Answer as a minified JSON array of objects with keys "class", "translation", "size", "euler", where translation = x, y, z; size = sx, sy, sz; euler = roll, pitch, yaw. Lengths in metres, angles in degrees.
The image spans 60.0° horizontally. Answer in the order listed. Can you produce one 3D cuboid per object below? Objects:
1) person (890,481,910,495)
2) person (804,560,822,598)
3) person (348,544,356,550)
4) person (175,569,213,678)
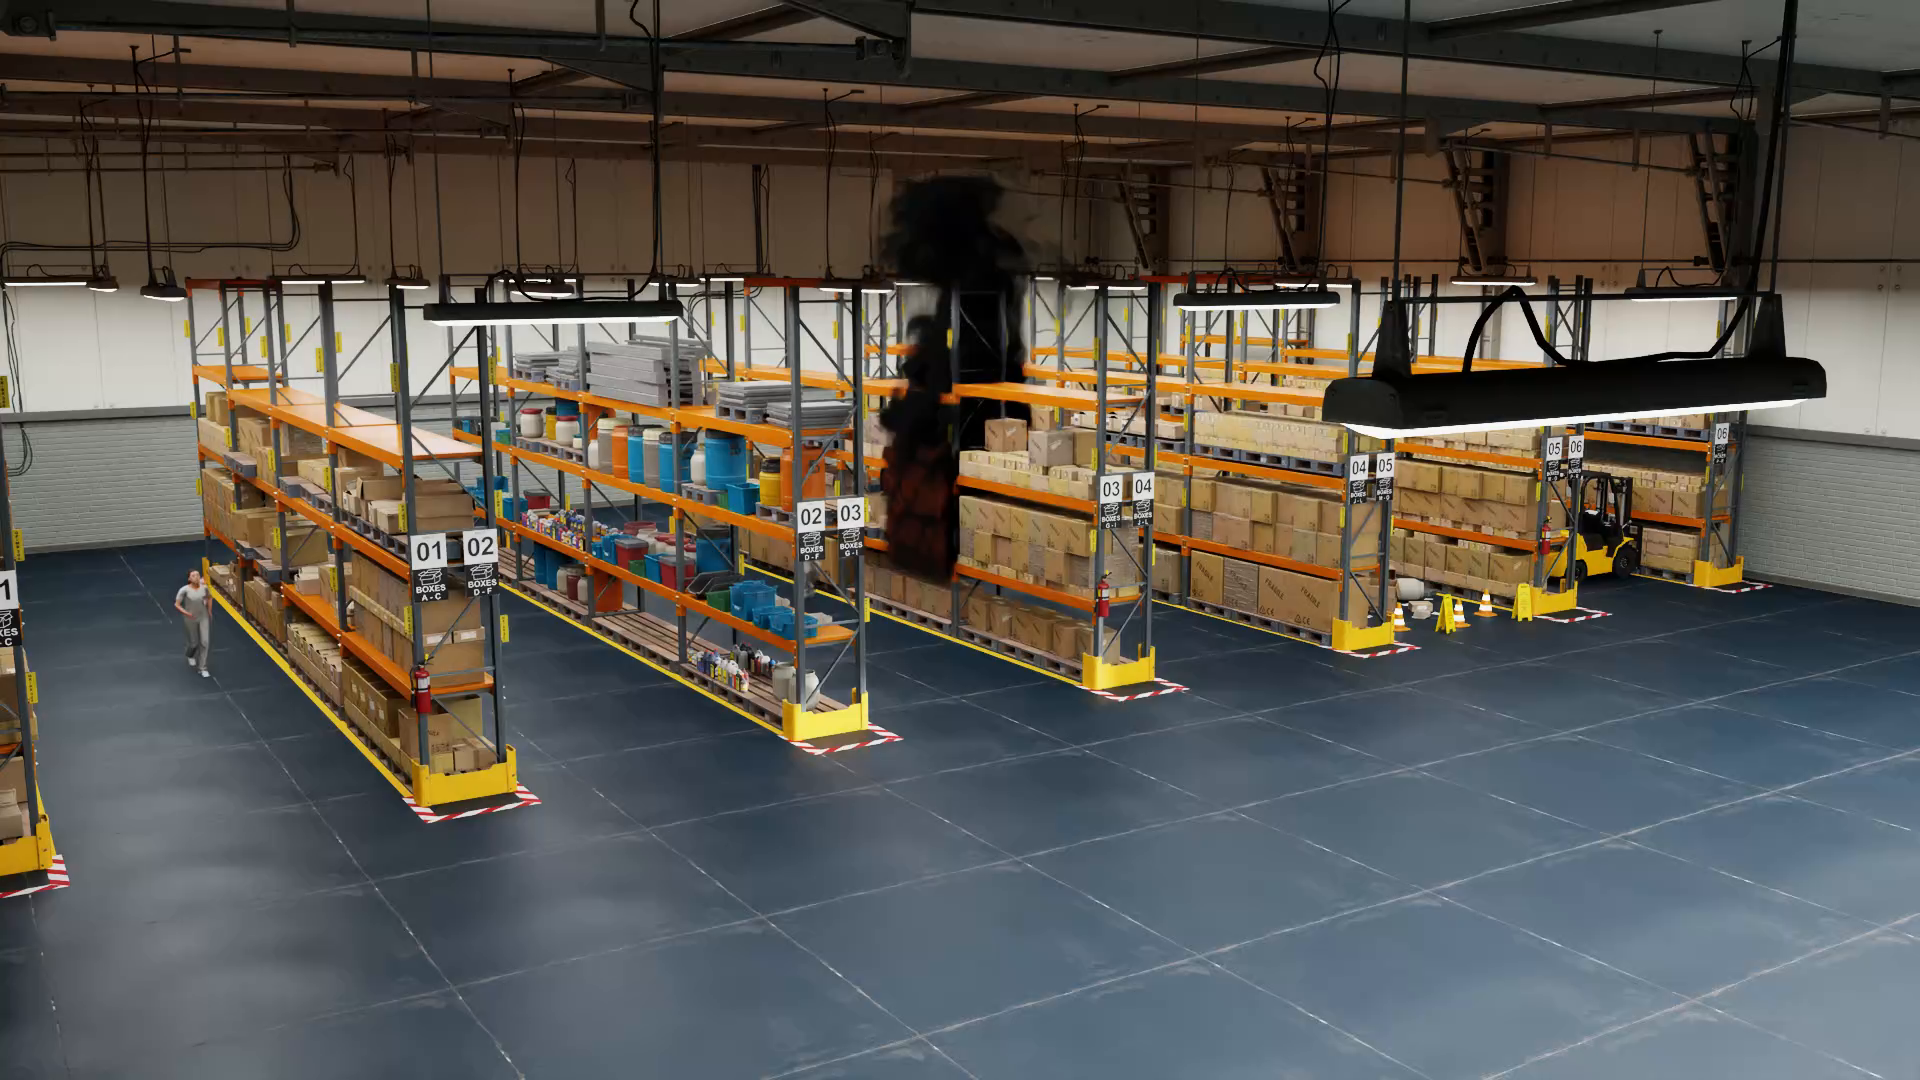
[{"class":"person","translation":[-1.575,-1.650,42.657],"size":[0.561,1.734,0.678],"euler":[-4,11,-25]},{"class":"person","translation":[-2.688,0.196,29.949],"size":[0.733,1.772,0.579],"euler":[-6,11,-31]},{"class":"person","translation":[-12.294,-0.034,33.244],"size":[0.599,1.696,0.607],"euler":[-7,12,-37]},{"class":"person","translation":[-11.791,1.250,25.661],"size":[0.572,1.658,0.822],"euler":[-8,12,-39]}]
